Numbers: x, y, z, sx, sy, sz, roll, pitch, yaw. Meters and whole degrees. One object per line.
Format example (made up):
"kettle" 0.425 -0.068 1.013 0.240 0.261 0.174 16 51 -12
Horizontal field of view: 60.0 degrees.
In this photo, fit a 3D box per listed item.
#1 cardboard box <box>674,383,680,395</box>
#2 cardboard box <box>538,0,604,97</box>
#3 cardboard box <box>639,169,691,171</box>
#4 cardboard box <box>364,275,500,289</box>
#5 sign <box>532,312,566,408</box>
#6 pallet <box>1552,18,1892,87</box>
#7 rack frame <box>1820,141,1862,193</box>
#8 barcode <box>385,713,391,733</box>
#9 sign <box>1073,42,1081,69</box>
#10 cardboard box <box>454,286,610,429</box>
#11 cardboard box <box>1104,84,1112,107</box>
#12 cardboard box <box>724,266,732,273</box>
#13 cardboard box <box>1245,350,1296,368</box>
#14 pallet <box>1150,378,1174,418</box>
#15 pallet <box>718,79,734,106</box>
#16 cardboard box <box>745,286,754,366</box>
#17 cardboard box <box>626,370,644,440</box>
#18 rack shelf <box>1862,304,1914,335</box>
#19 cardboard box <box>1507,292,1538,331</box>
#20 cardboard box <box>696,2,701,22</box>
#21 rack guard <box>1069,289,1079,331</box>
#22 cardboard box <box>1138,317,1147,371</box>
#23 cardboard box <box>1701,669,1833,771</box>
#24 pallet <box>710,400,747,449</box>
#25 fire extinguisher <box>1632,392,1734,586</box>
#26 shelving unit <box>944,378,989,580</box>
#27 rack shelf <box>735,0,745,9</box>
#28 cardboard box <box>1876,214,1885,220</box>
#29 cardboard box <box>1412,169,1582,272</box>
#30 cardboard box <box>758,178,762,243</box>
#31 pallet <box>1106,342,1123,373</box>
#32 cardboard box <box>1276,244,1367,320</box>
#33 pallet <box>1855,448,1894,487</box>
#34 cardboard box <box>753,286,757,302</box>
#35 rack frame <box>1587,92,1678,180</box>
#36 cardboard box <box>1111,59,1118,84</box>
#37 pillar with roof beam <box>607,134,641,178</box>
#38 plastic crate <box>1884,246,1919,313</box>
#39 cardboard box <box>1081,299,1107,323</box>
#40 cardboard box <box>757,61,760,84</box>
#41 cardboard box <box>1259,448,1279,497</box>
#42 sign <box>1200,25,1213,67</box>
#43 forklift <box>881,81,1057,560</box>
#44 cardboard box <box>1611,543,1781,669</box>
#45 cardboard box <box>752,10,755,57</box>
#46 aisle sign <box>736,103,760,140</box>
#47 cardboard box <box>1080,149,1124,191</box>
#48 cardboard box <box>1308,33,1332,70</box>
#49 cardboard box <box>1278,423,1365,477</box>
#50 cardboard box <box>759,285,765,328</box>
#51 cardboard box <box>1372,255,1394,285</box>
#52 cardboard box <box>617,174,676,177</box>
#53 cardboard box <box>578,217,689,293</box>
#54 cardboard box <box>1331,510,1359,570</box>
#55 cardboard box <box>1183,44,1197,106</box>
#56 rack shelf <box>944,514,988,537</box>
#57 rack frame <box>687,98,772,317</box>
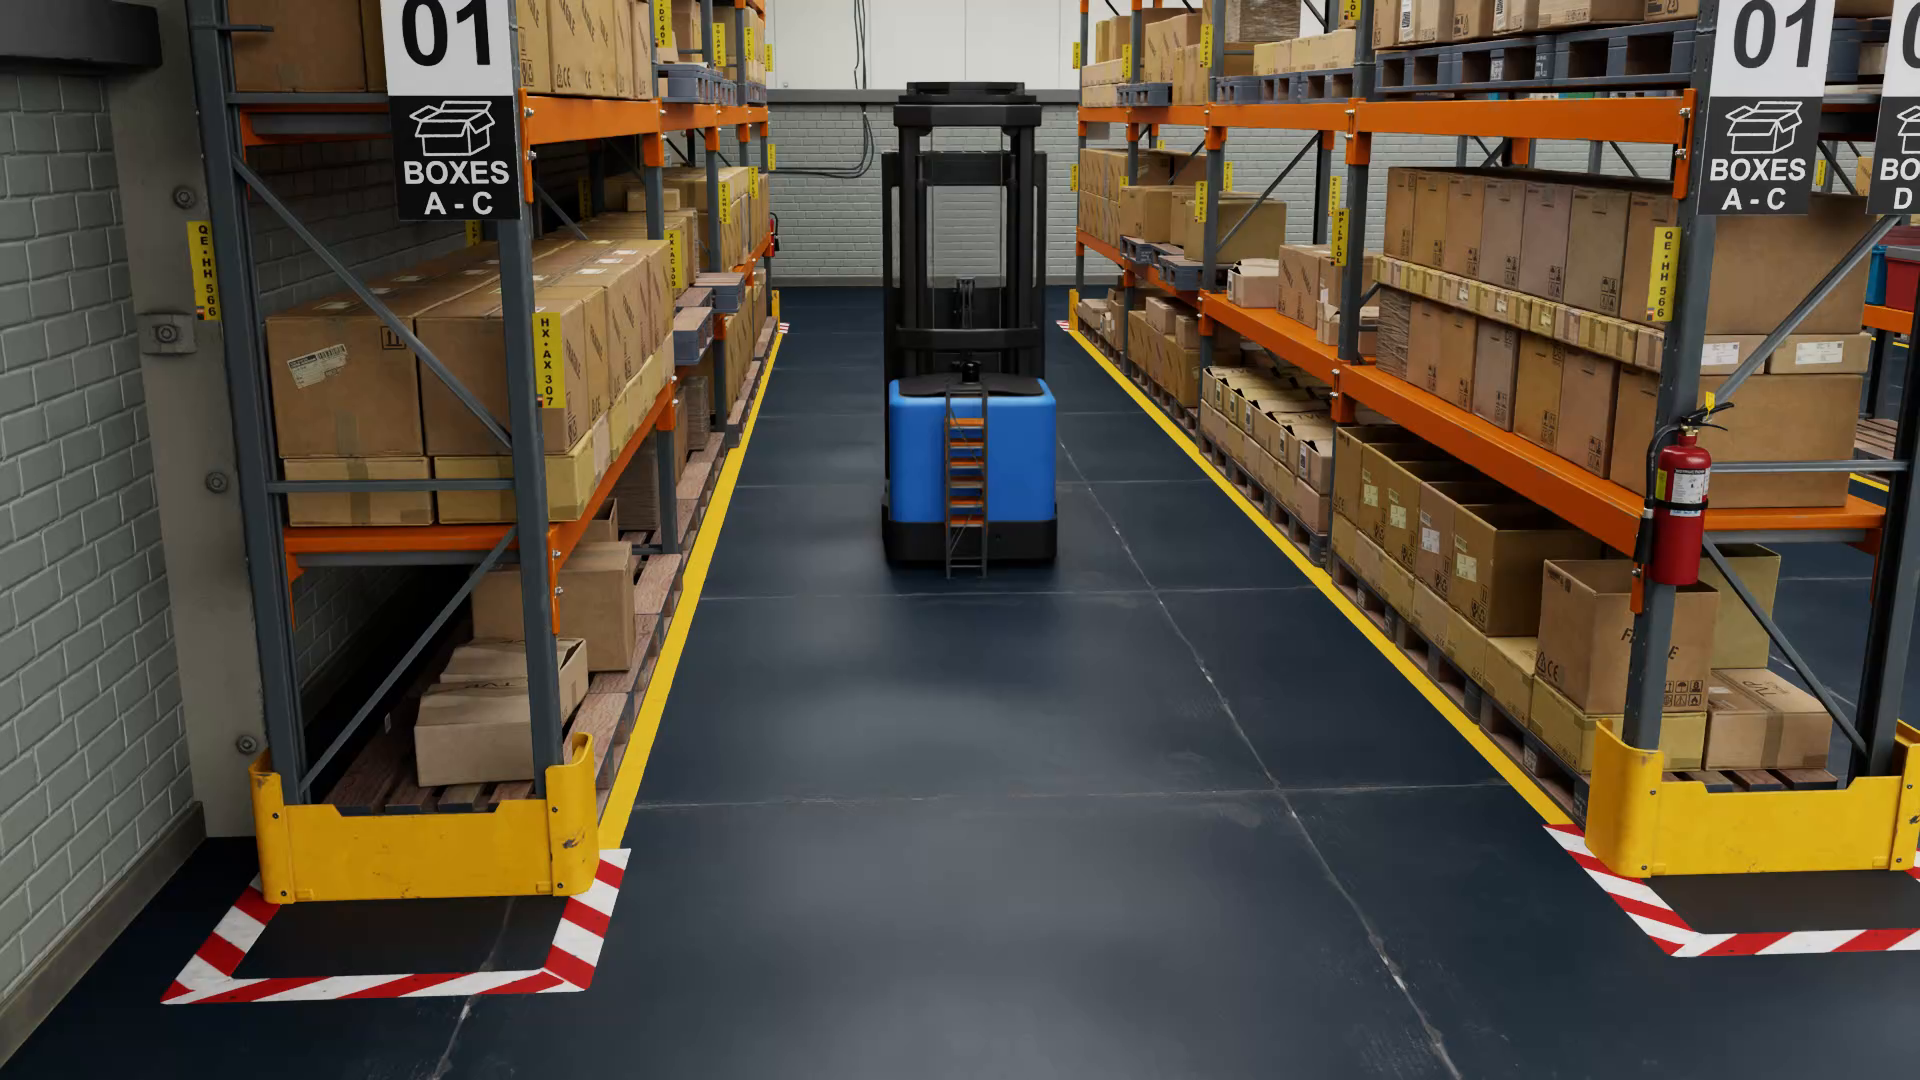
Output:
"cardboard box" -2.363 -1.215 12.357 0.500 0.250 0.500 -1 14 -2
"cardboard box" -1.742 -2.042 6.681 0.500 0.500 0.500 0 14 -1
"cardboard box" -2.873 -3.482 16.197 0.500 0.250 0.500 -1 14 -3
"cardboard box" -2.236 -0.849 7.061 0.500 0.500 0.500 -1 14 -5
"sign" -1.395 -0.608 5.634 0.100 0.325 0.005 -1 14 -3
"pallet" 2.989 -1.844 6.332 1.003 0.211 1.213 -1 14 -3
"rack frame" 11.903 -4.389 22.066 1.000 3.000 0.127 -1 14 -3
"barcode" -2.290 0.732 6.656 0.001 0.075 0.075 -1 14 -3
"sign" 1.474 -6.105 20.960 0.100 0.325 0.005 -1 14 -3
"cardboard box" -1.687 -0.727 6.589 0.500 0.500 0.500 -1 14 -3
"cardboard box" 1.908 -4.988 18.674 0.500 0.250 0.500 -1 14 -3
"cardboard box" -2.161 -2.274 14.308 0.380 0.149 0.250 0 14 -2
"cardboard box" 2.768 -1.368 14.456 0.500 0.500 0.500 0 14 -1
"pallet" 2.430 -1.386 15.990 1.003 0.211 1.213 -1 14 -3
"pallet" -2.526 -3.691 13.710 1.213 0.211 1.003 0 14 -1
"cardboard box" -2.510 -2.168 16.903 0.750 0.750 0.750 -1 14 -3
"cardboard box" -1.751 -0.625 7.698 0.500 0.250 0.500 -1 14 -3
"rack shelf" 7.579 -1.477 12.192 1.077 0.370 4.000 -1 14 -3
"cardboard box" 2.711 -1.035 7.526 0.380 0.149 0.250 0 14 -2
"cardboard box" -2.757 -5.022 15.915 0.500 0.250 0.500 0 14 1
"rack guard" 2.020 -3.008 21.713 1.175 0.500 0.348 -1 14 -3
"cardboard box" 2.094 -1.988 16.868 0.500 0.500 0.500 -1 14 -3
"cardboard box" 3.196 0.733 6.832 0.500 0.250 0.500 -1 14 -3
"pallet" -2.406 -1.017 14.556 1.003 0.211 1.213 -1 14 -3
"fire extinguisher" 2.551 -0.184 5.877 0.296 0.674 0.183 -1 14 -3
"shelving unit" 0.038 -0.364 10.035 0.258 1.200 0.189 -1 14 -3
"rack shelf" -2.557 -5.031 14.767 1.077 0.370 4.000 -1 14 -3
"cardboard box" 11.730 -4.083 20.579 0.500 0.250 0.500 -1 14 -5
"cardboard box" 2.825 -1.694 8.785 0.700 0.500 0.500 -1 14 -4
"cardboard box" -2.792 -3.808 19.204 0.980 0.700 0.700 -2 15 -6
"pallet" 2.222 -2.063 18.620 1.003 0.211 1.213 -1 14 -3
"cardboard box" 2.632 -1.879 12.109 0.500 0.500 0.500 -2 15 -6
"pallet" 7.537 -0.477 12.456 1.003 0.211 1.213 -1 14 -3
"cardboard box" -2.464 -2.748 18.557 0.380 0.149 0.250 0 14 -2
"rack frame" 7.208 -3.318 17.902 1.000 3.000 0.127 -1 14 -3
"cardboard box" 1.935 -5.106 18.129 0.500 0.250 0.500 -1 14 -3
"pillar with roof beam" 0.710 -6.298 17.443 9.100 9.000 0.400 -1 14 -3
"plastic crate" 7.250 -1.948 12.448 0.402 0.464 0.583 -1 14 -3
"cardboard box" 1.797 -2.855 20.737 0.500 0.250 0.500 -1 14 -3
"cardboard box" -2.548 -5.355 19.057 0.500 0.250 0.500 -1 14 -5
"cardboard box" 2.382 -0.476 11.533 0.500 0.250 0.500 -1 14 -2
"sign" 1.970 -3.943 13.274 0.100 0.325 0.005 -1 14 -3
"forklift" 0.017 -1.605 11.384 1.130 2.935 3.031 -1 14 -2
"cardboard box" 3.163 0.246 7.221 0.500 0.500 0.500 -1 14 -3
"cardboard box" -2.483 -5.469 17.997 0.500 0.500 0.500 -1 14 -5
"aisle sign" -2.633 -5.441 20.938 0.394 0.787 0.004 -1 14 -3
"cardboard box" 1.780 -4.655 20.893 0.500 0.500 0.500 0 14 -2
"cardboard box" 2.702 -3.313 11.320 0.500 0.250 0.500 -2 15 -8
"cardboard box" 2.409 -0.622 10.973 0.500 0.311 0.500 0 14 -2
"cardboard box" -2.754 -2.856 20.279 0.700 0.500 0.500 -1 14 -4
"cardboard box" 2.582 -1.546 9.511 0.380 0.149 0.250 -1 14 -4
"cardboard box" -2.777 -3.101 14.716 0.500 0.250 0.500 -1 14 -5
"cardboard box" -2.294 -2.005 11.718 0.700 0.500 0.500 -1 14 -3
"cardboard box" 2.485 -0.005 9.700 0.500 0.250 0.500 -1 14 -3
"cardboard box" 2.419 -3.984 14.269 0.910 0.500 0.500 -1 14 -3
"rack shelf" 0.038 -0.089 10.106 0.258 0.103 0.180 -1 14 -3
"rack frame" -2.928 -4.160 21.174 1.000 3.000 0.127 -1 14 -3
